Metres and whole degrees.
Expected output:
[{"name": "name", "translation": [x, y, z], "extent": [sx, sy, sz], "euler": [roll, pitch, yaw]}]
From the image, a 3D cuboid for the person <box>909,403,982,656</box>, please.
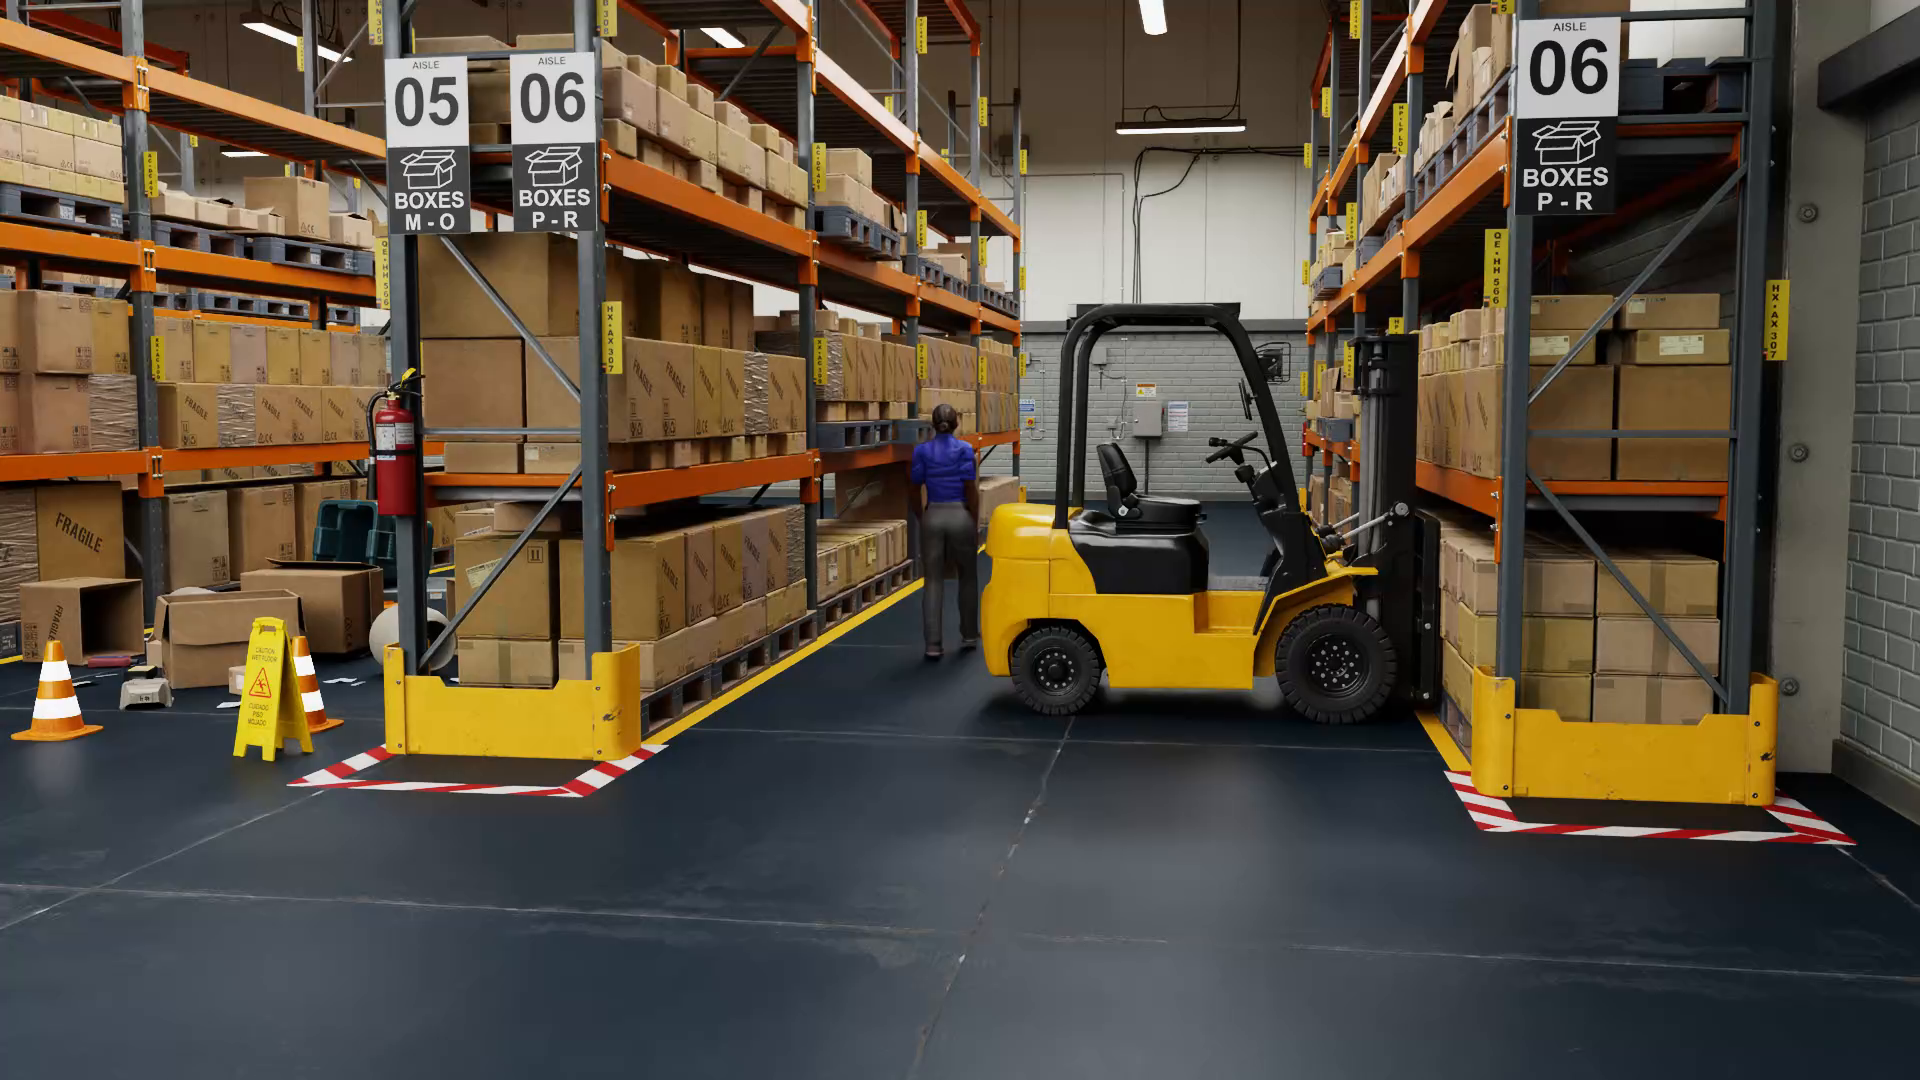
[{"name": "person", "translation": [-0.095, -0.083, 10.943], "extent": [0.470, 1.626, 0.852], "euler": [1, 5, 7]}]
